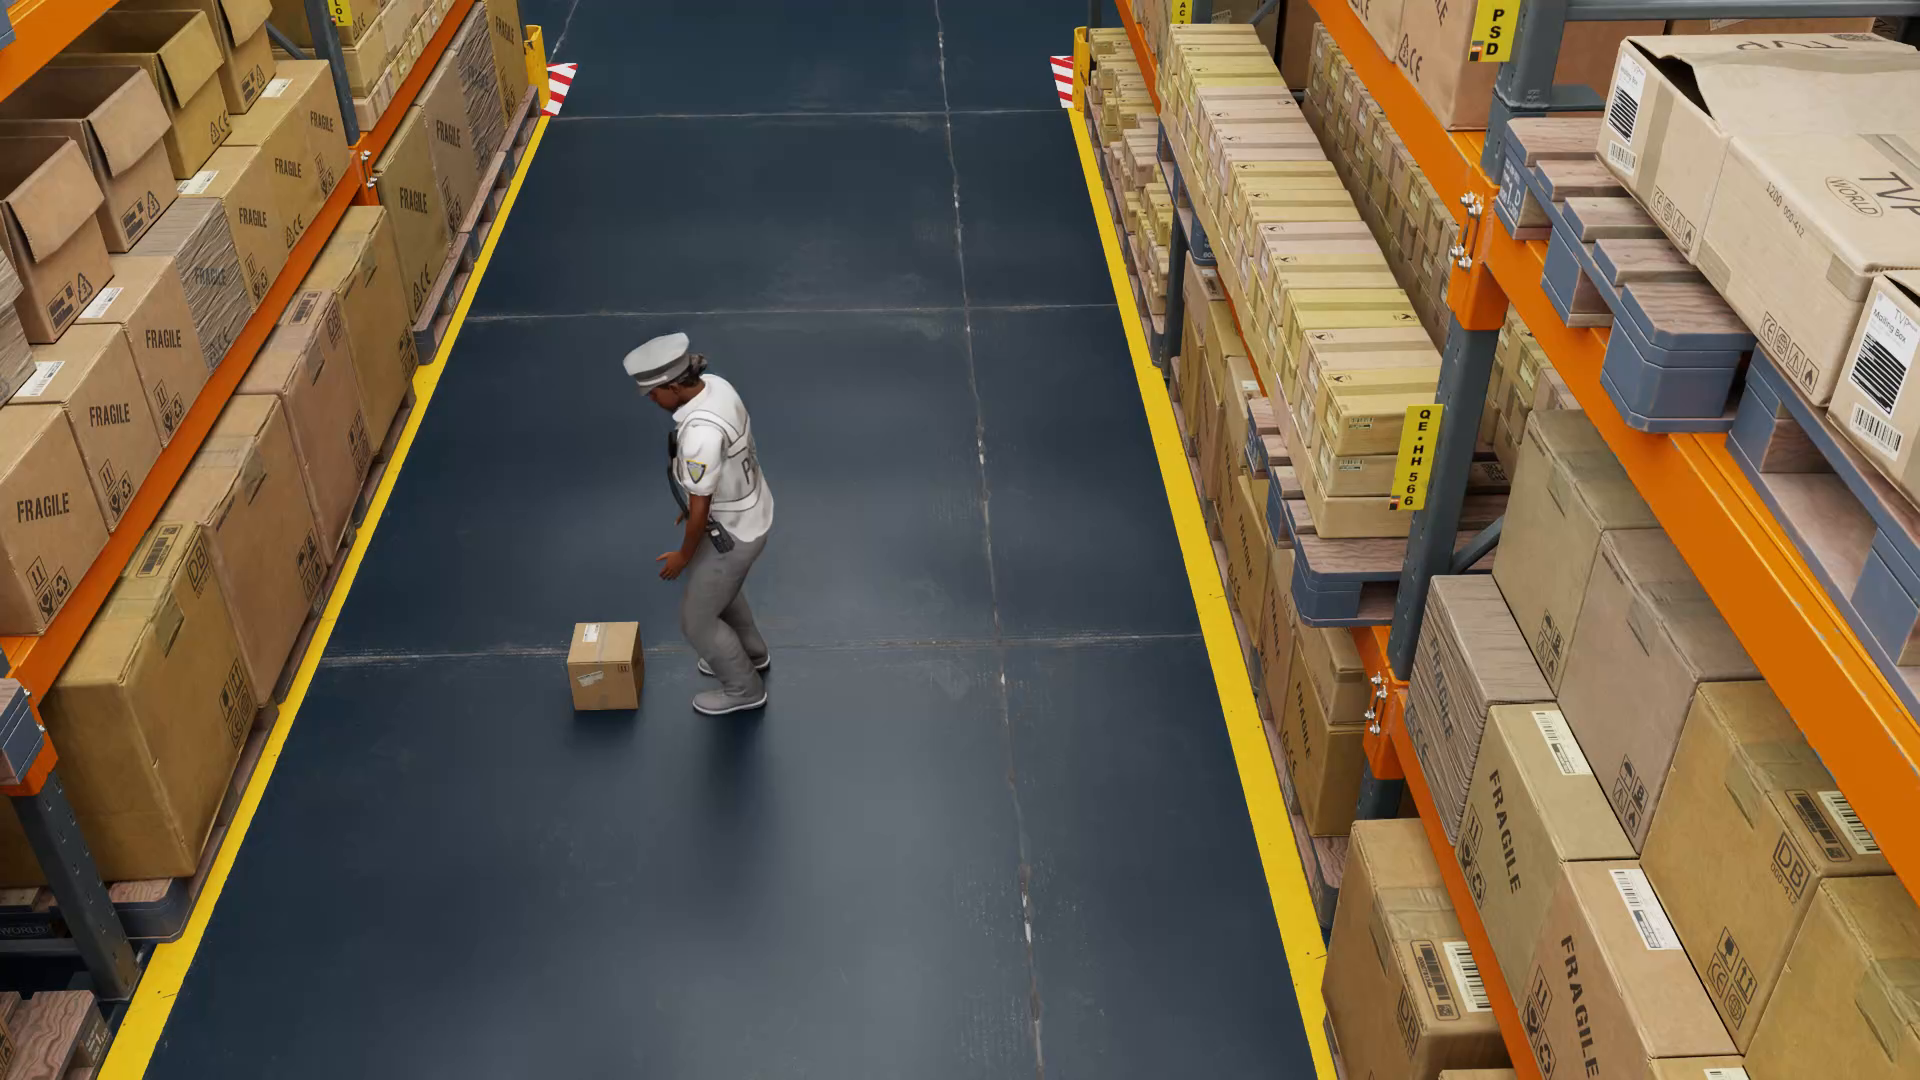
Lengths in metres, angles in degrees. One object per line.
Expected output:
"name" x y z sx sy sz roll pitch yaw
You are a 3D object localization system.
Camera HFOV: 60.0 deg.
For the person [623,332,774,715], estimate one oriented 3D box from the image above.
"person" -0.941 -0.038 6.261 0.480 1.604 0.465 -1 35 -1
